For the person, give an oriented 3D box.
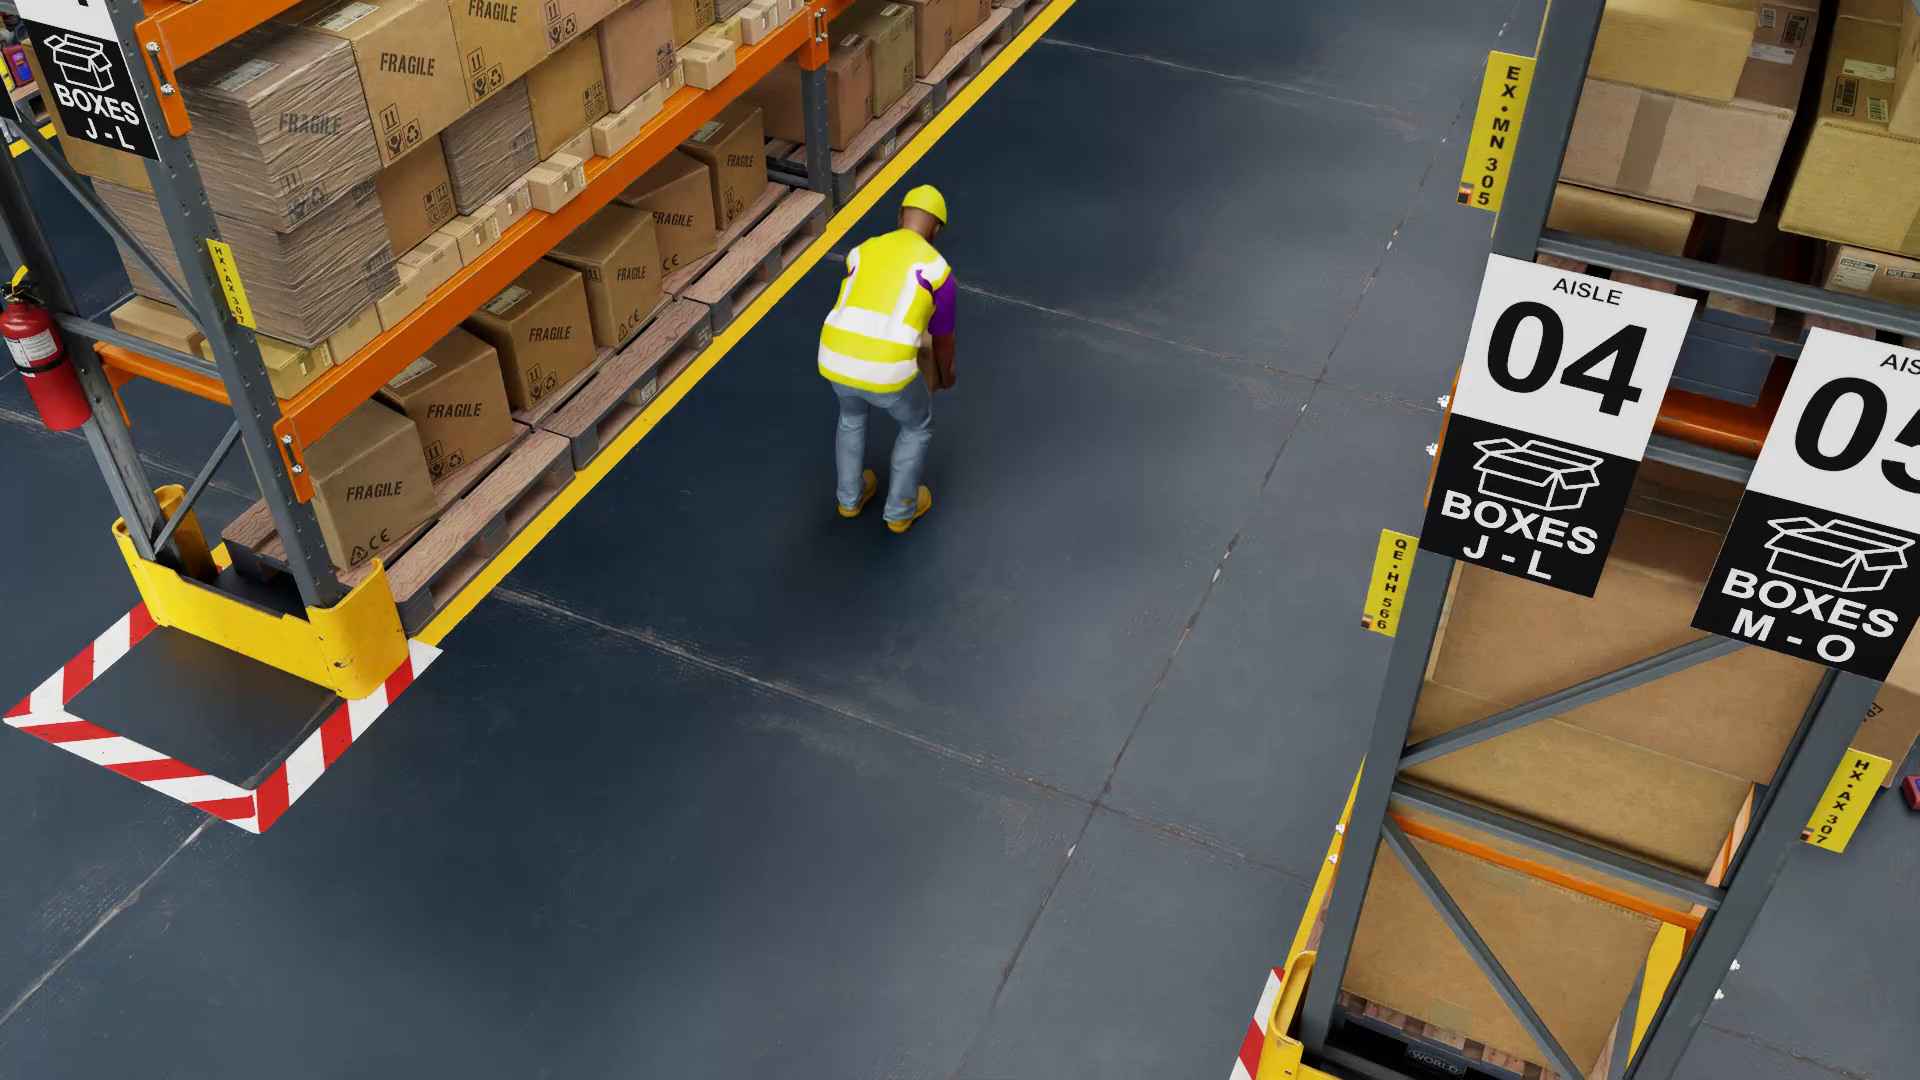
[{"bbox_3d":[-0.323,-0.841,7.156,0.492,1.669,0.669,16,44,18],"label":"person"}]
